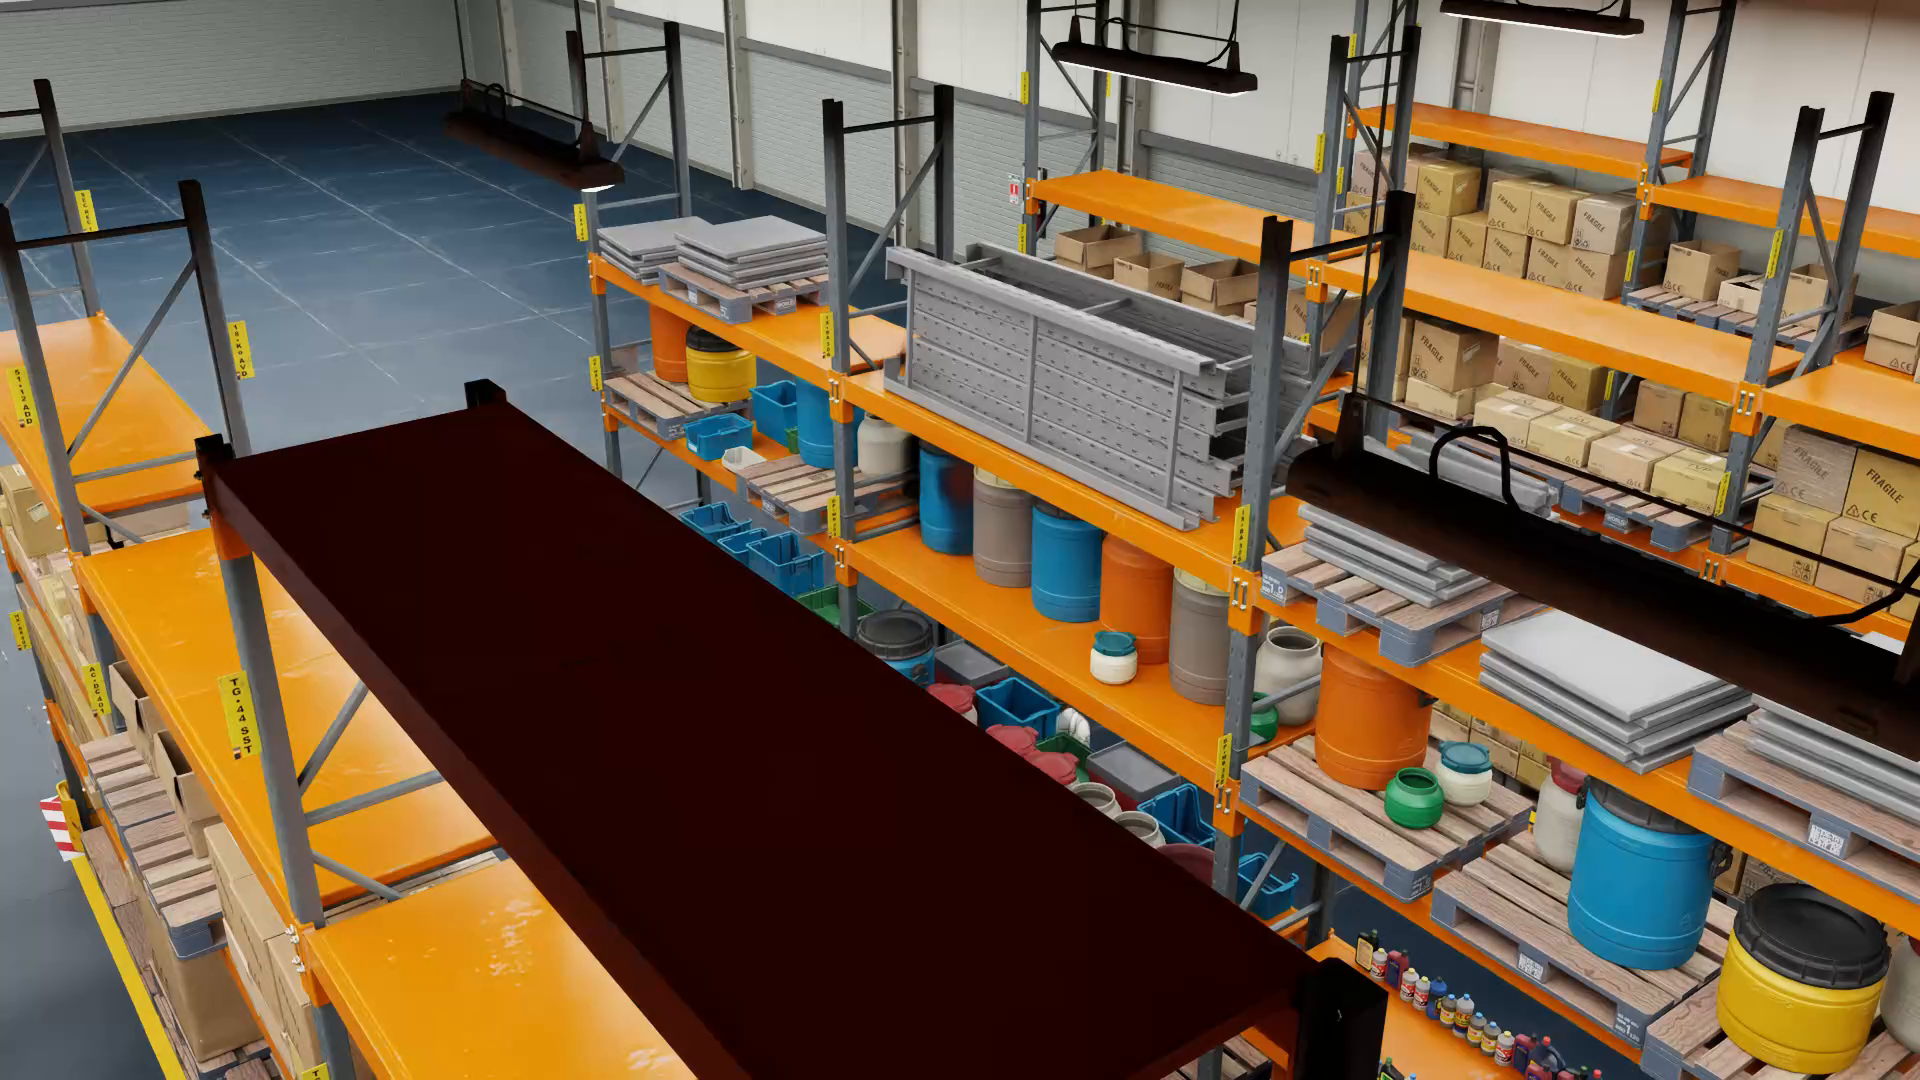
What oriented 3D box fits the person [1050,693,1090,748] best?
[{"bbox_3d":[0.806,1.809,12.869,0.600,1.668,0.387,10,27,20],"label":"person"}]
